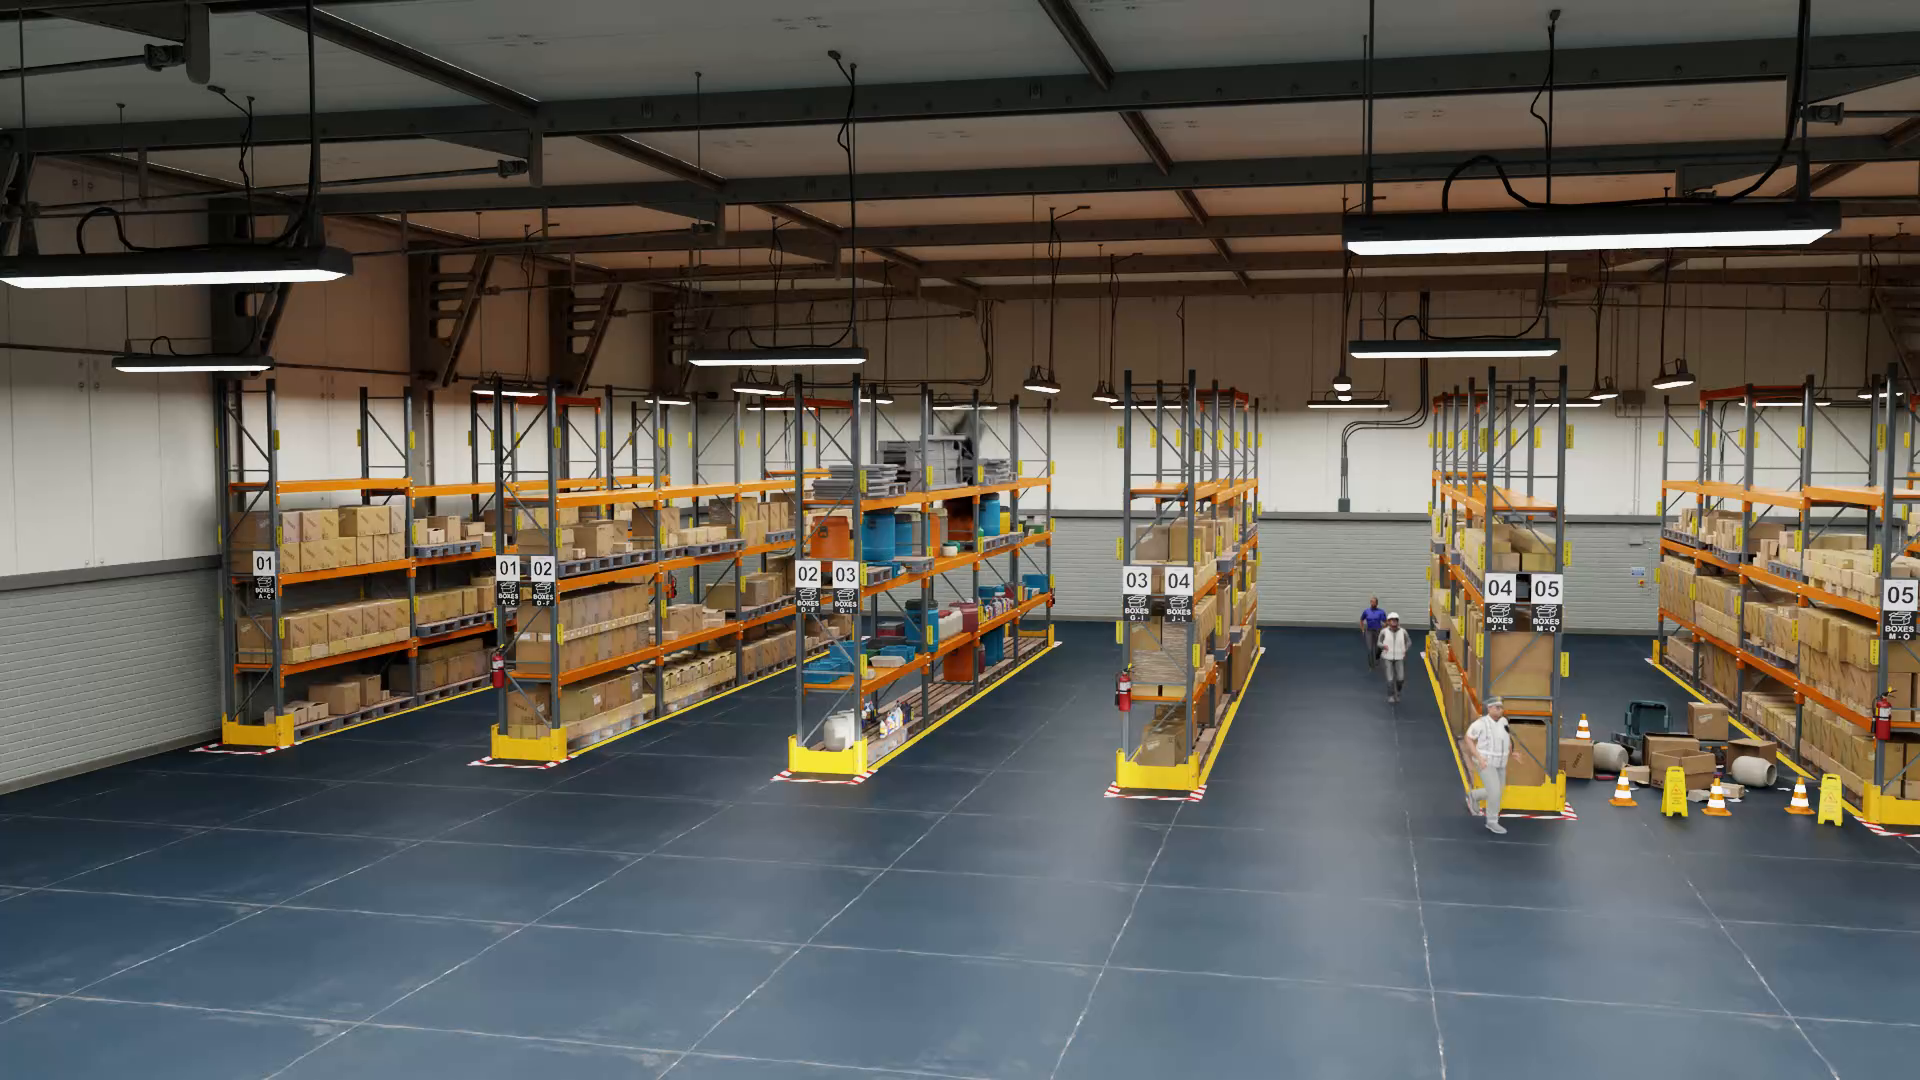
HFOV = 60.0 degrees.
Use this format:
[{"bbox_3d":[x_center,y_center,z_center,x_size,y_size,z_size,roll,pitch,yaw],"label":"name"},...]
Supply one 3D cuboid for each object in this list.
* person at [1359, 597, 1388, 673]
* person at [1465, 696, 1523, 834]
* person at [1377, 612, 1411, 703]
[{"bbox_3d":[8.930,2.041,35.915,0.613,1.600,0.717,1,4,16],"label":"person"},{"bbox_3d":[6.798,2.856,21.448,0.647,1.744,0.757,-2,4,-27],"label":"person"},{"bbox_3d":[8.209,2.238,31.421,0.647,1.731,0.598,1,3,11],"label":"person"}]
